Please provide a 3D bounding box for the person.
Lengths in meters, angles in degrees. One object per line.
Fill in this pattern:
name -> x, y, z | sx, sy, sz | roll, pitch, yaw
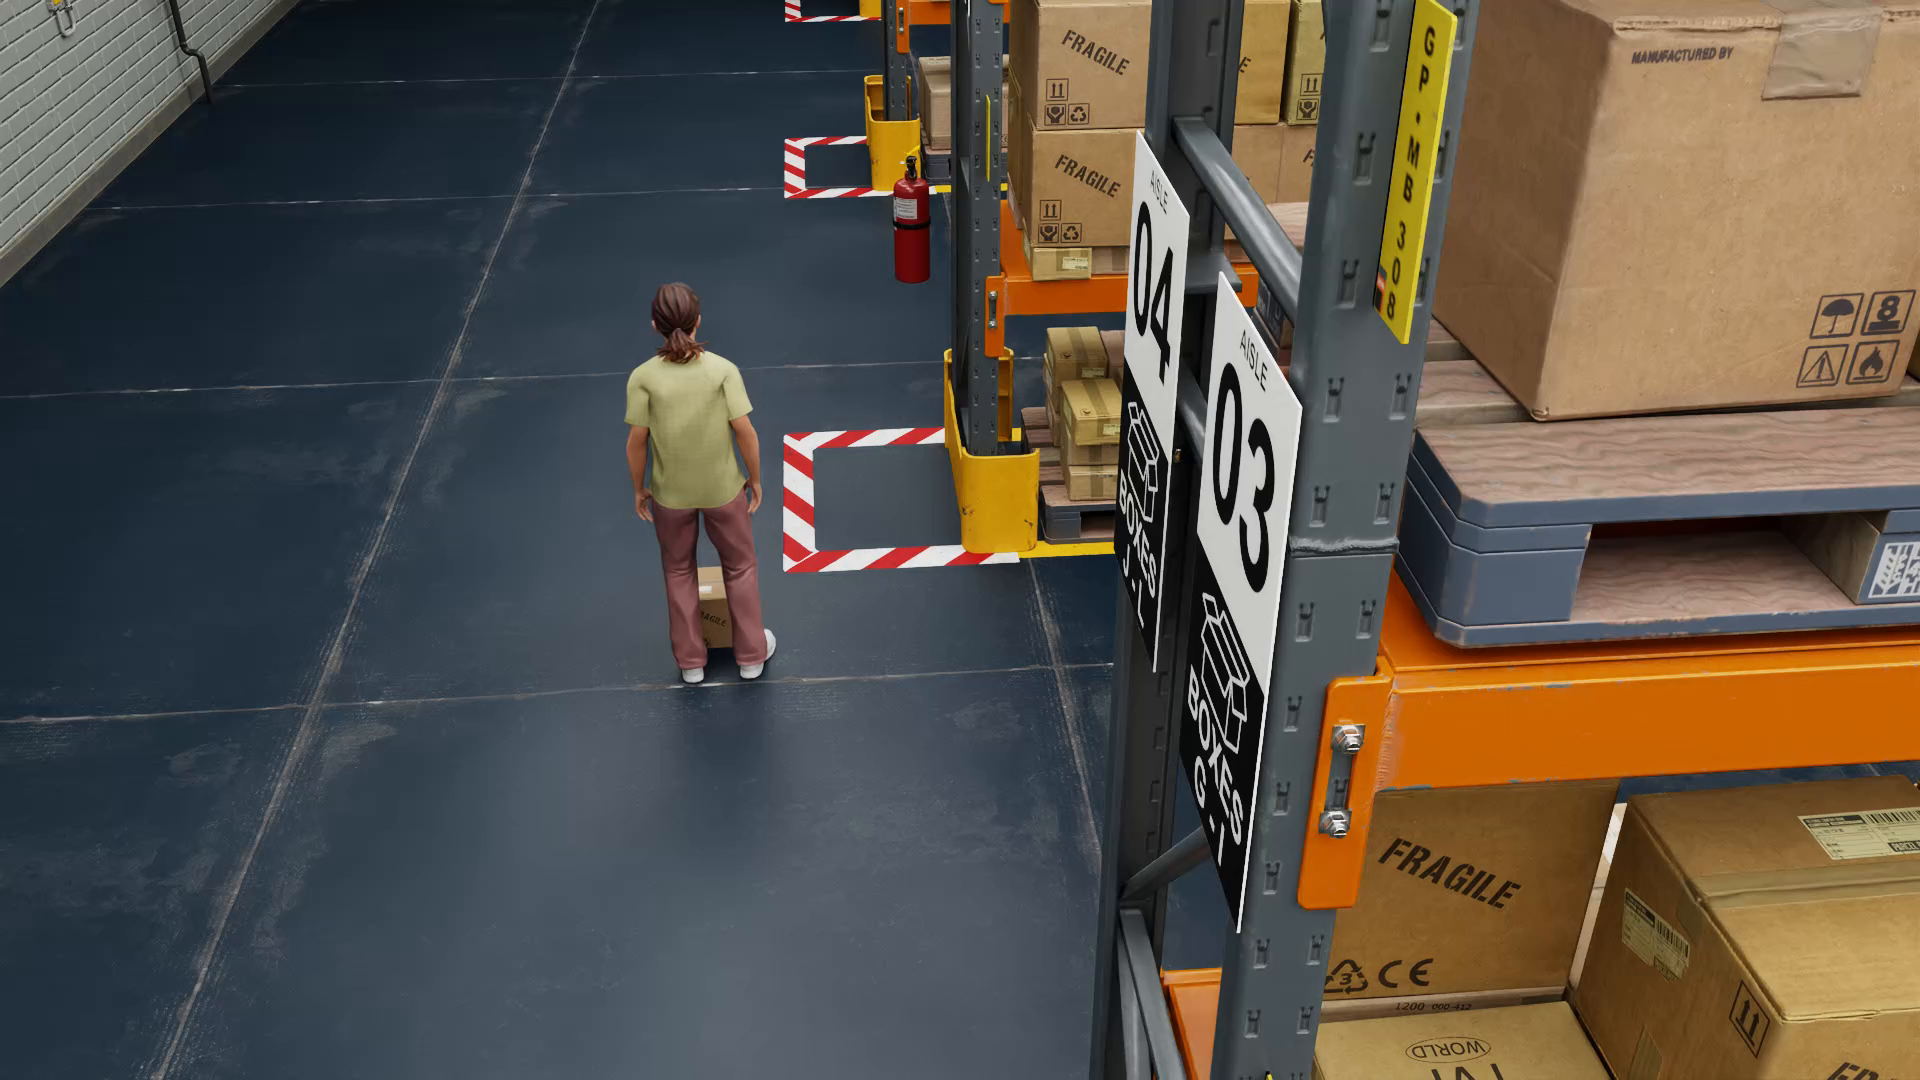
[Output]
person -> -1.015, -0.194, 6.456 | 0.510, 1.671, 0.361 | -4, 31, -7
